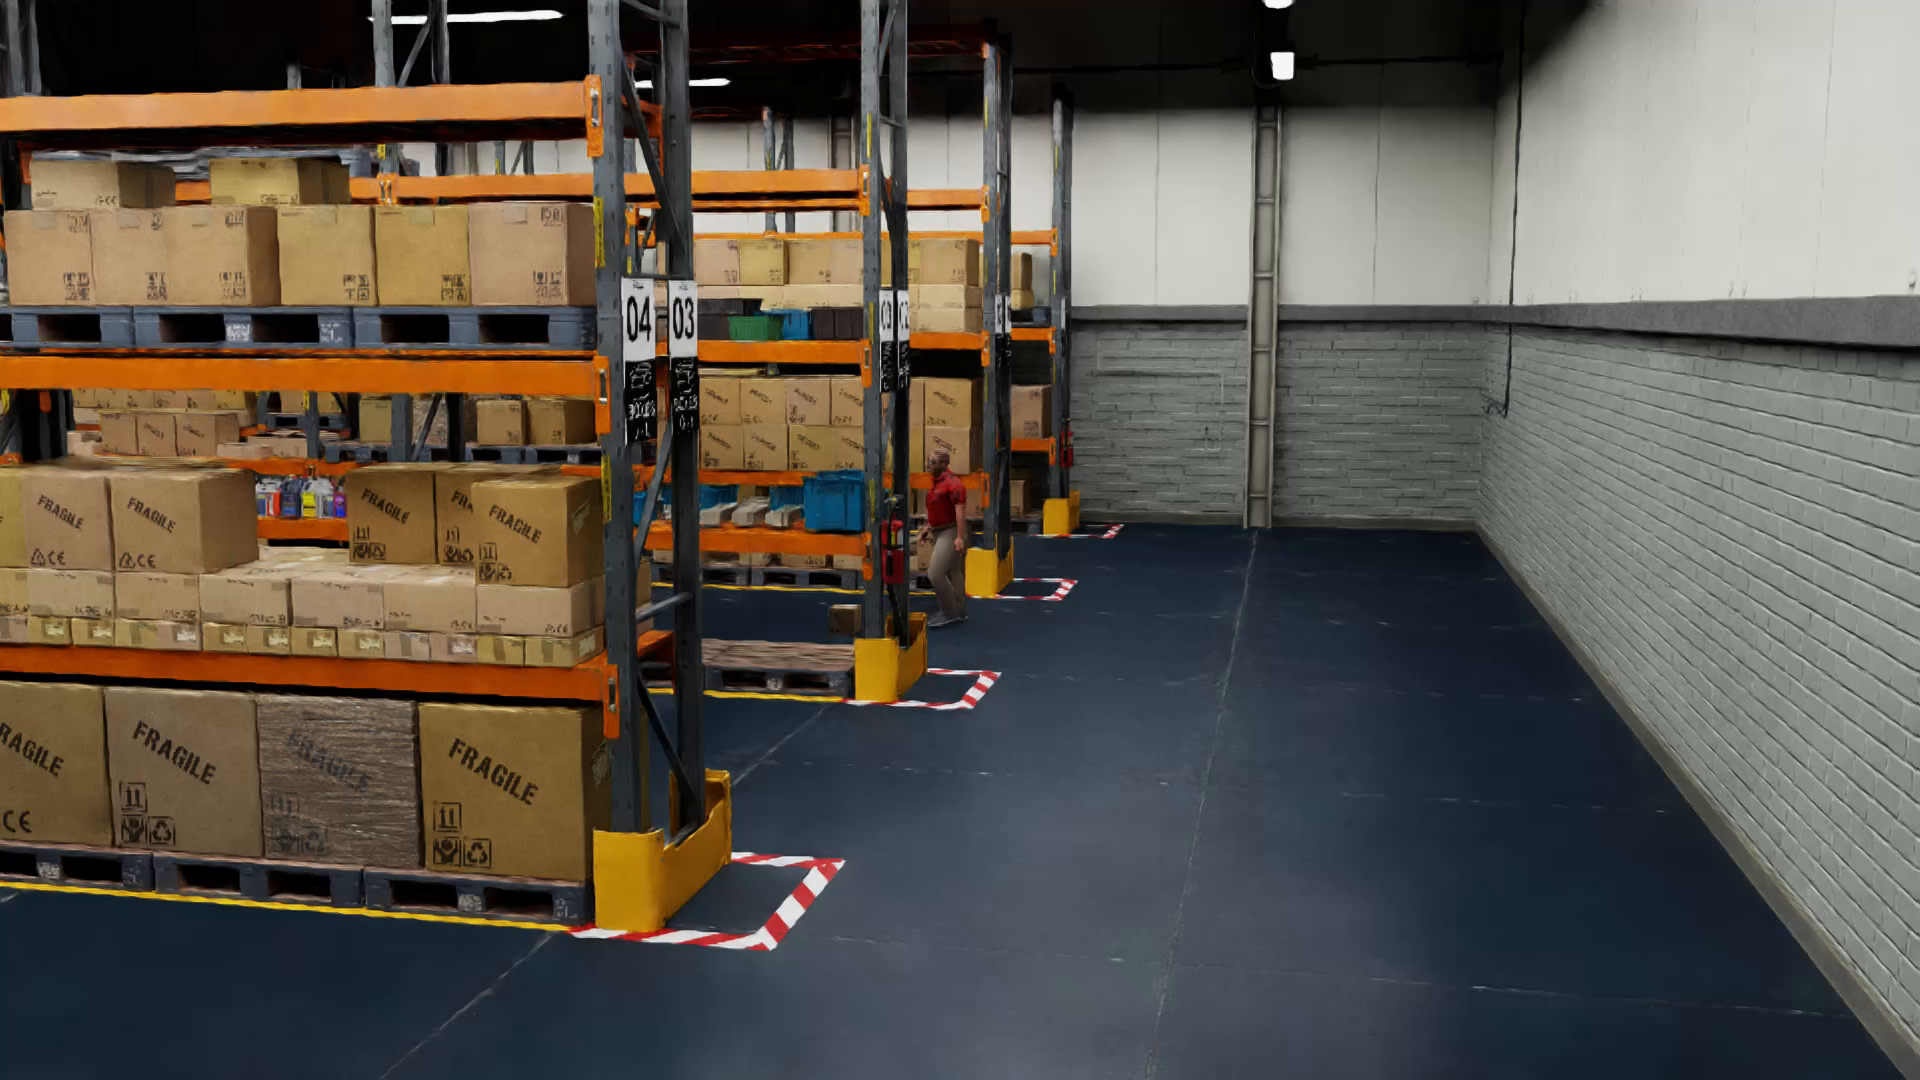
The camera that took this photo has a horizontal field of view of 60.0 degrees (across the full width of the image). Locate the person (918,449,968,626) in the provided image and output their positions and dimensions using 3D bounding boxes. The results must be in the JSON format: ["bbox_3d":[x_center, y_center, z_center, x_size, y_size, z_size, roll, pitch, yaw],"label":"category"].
[{"bbox_3d":[-0.124,-0.032,16.099,0.483,1.706,0.667,-2,8,-15],"label":"person"}]
